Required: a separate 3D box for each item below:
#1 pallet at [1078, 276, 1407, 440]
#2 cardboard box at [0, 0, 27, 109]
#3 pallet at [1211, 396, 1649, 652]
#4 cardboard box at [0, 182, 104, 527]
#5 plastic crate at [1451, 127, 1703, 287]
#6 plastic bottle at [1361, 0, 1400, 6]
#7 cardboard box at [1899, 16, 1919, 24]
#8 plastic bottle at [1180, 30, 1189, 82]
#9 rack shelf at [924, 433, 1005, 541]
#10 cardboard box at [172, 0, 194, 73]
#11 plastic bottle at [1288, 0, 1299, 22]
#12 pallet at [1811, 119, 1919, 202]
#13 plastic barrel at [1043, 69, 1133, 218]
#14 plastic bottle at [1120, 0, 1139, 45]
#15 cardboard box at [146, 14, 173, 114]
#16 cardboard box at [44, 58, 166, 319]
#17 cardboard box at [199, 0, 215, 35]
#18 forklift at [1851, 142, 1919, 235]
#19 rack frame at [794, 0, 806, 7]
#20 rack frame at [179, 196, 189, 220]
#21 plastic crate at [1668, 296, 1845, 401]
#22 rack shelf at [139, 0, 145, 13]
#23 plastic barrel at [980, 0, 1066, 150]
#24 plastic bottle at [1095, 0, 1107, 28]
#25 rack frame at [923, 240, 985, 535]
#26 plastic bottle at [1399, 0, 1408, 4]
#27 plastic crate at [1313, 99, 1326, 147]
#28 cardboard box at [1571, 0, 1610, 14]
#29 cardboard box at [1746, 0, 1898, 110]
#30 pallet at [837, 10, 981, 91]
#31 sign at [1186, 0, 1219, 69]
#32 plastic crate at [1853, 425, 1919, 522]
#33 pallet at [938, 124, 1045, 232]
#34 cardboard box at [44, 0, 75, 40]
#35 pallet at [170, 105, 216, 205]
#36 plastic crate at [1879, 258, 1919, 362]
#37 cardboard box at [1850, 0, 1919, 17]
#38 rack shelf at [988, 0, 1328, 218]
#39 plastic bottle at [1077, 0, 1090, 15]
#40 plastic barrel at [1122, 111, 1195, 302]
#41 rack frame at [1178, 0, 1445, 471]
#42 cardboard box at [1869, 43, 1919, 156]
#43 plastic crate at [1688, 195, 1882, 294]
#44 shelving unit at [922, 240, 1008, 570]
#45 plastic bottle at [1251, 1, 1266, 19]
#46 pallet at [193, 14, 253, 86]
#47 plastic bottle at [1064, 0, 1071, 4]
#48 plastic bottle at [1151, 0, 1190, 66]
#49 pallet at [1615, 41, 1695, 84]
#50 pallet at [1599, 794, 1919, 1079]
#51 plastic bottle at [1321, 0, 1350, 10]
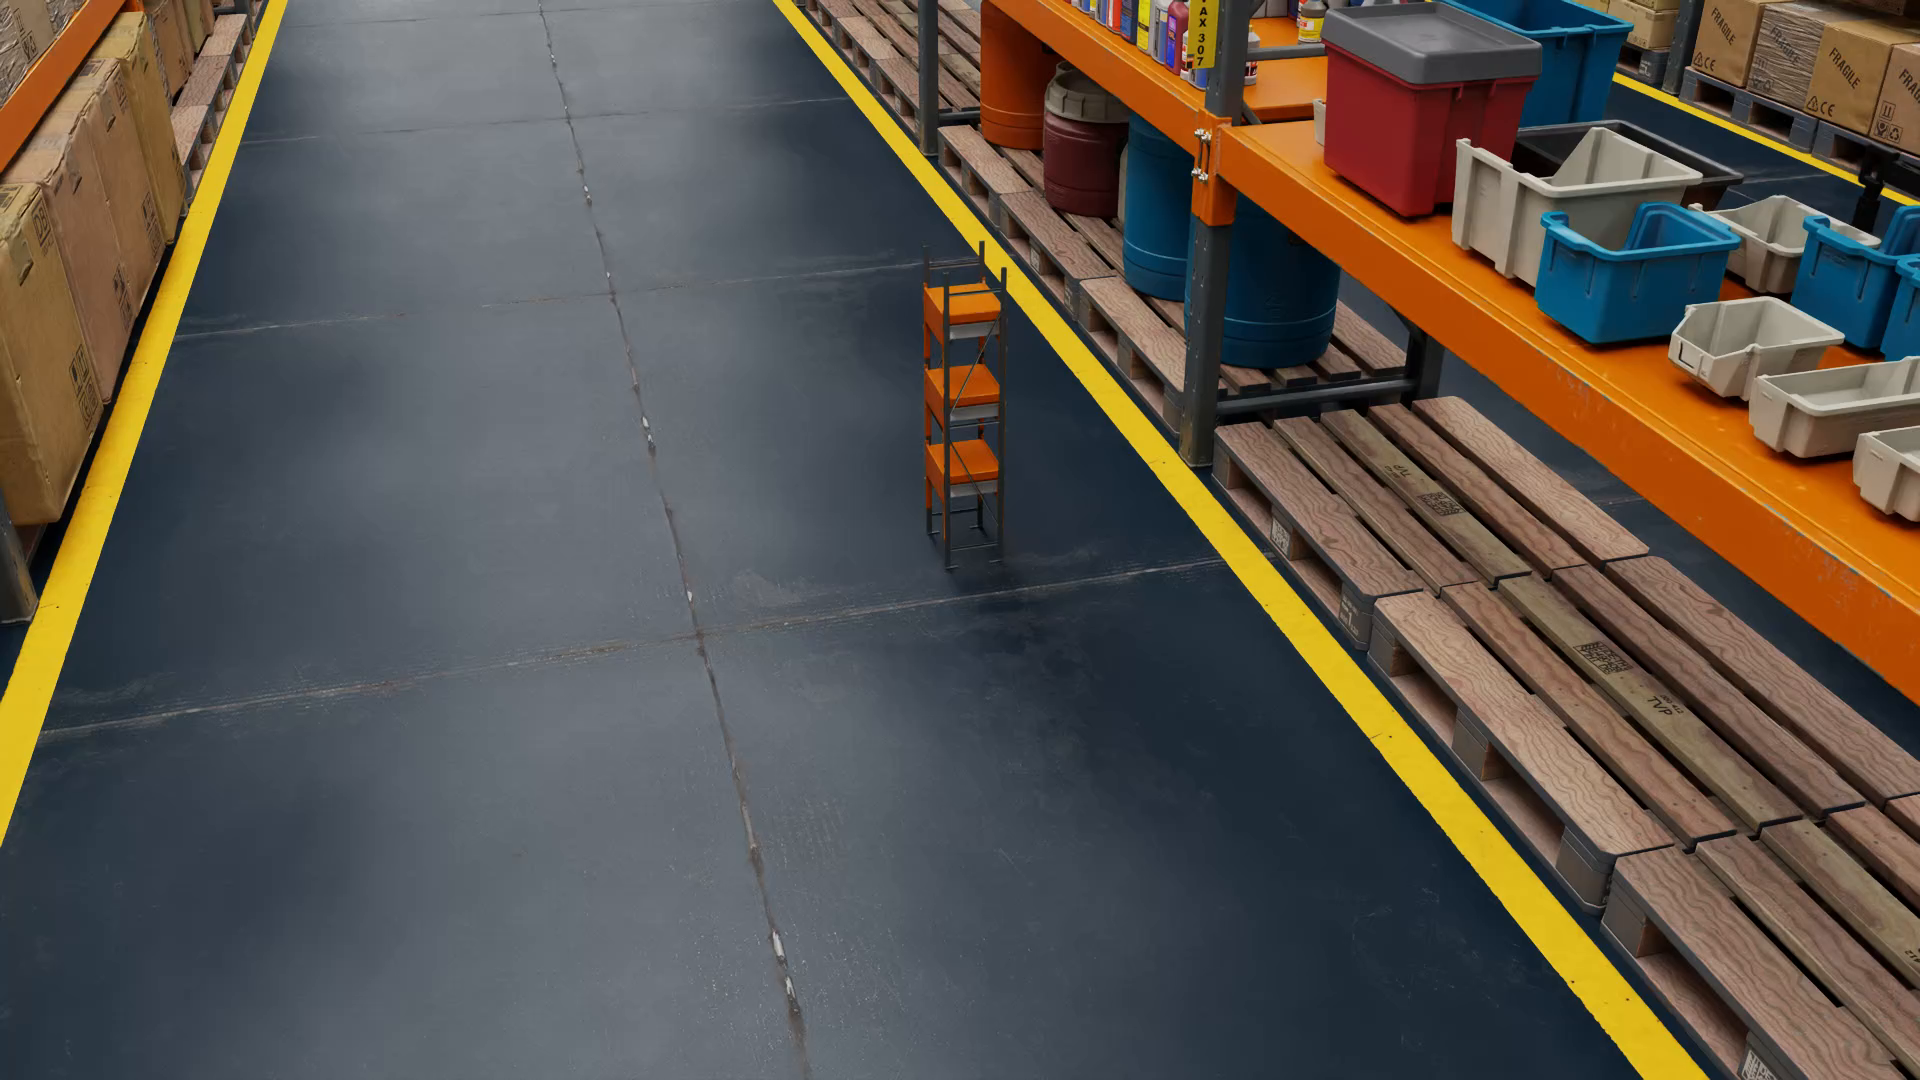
[{"bbox_3d":[1.160,-0.826,6.966,1.003,0.211,1.213,-8,31,-13],"label":"pallet"},{"bbox_3d":[-3.599,-1.779,5.729,0.500,0.500,0.500,-9,31,-14],"label":"cardboard box"},{"bbox_3d":[1.557,-0.097,5.707,1.003,0.211,1.213,-8,31,-13],"label":"pallet"},{"bbox_3d":[-3.640,-0.564,5.432,1.225,0.875,0.875,-8,31,-13],"label":"cardboard box"},{"bbox_3d":[1.552,-0.867,4.312,0.437,0.282,0.530,-8,31,-13],"label":"plastic crate"},{"bbox_3d":[1.533,-1.865,6.028,0.144,0.351,0.185,-8,31,-13],"label":"plastic bottle"},{"bbox_3d":[5.651,-2.681,9.444,0.500,0.500,0.500,-9,31,-15],"label":"cardboard box"},{"bbox_3d":[0.851,-1.768,6.008,0.097,0.201,0.097,0,30,0],"label":"plastic bottle"},{"bbox_3d":[0.014,-0.179,5.587,0.215,0.259,0.240,-8,31,-13],"label":"rack shelf"},{"bbox_3d":[-5.175,-3.166,10.281,0.700,0.500,0.500,-11,32,-18],"label":"cardboard box"},{"bbox_3d":[1.403,-2.266,6.788,0.061,0.283,0.133,-8,31,-13],"label":"plastic bottle"},{"bbox_3d":[5.521,-2.082,9.137,1.003,0.211,1.213,-8,31,-13],"label":"pallet"},{"bbox_3d":[0.709,-1.945,8.104,0.600,0.588,0.708,-8,31,-13],"label":"plastic barrel"},{"bbox_3d":[0.716,-2.123,6.472,0.144,0.351,0.185,-8,31,-13],"label":"plastic bottle"},{"bbox_3d":[-4.869,-2.623,9.344,0.700,0.500,0.500,-10,32,-17],"label":"cardboard box"},{"bbox_3d":[-4.120,-1.422,6.914,1.225,0.875,0.875,-8,31,-13],"label":"cardboard box"},{"bbox_3d":[-5.432,-3.669,11.150,0.700,0.500,0.500,-10,32,-17],"label":"cardboard box"},{"bbox_3d":[3.386,-1.219,4.929,1.130,2.935,3.031,-6,31,-10],"label":"forklift"},{"bbox_3d":[-0.799,-5.518,12.289,1.000,3.000,0.127,-8,31,-13],"label":"rack frame"},{"bbox_3d":[-4.513,-2.928,7.814,1.000,3.000,0.127,-8,31,-13],"label":"rack frame"},{"bbox_3d":[1.738,-0.418,3.680,0.298,0.136,0.250,-8,31,-13],"label":"plastic crate"},{"bbox_3d":[-5.044,-3.582,9.663,1.077,0.370,4.000,-8,31,-13],"label":"rack shelf"},{"bbox_3d":[0.409,-2.595,8.985,0.600,0.830,0.708,-8,31,-13],"label":"plastic barrel"},{"bbox_3d":[0.642,-2.233,6.737,0.152,0.276,0.135,-8,31,-13],"label":"plastic bottle"},{"bbox_3d":[-0.018,-0.487,5.544,0.200,1.050,0.008,-8,31,-13],"label":"rack frame"},{"bbox_3d":[1.603,-1.902,6.158,0.061,0.283,0.133,-8,31,-13],"label":"plastic bottle"},{"bbox_3d":[1.310,-1.322,5.243,0.396,0.136,0.243,-8,31,-13],"label":"plastic crate"},{"bbox_3d":[4.524,-3.705,11.482,0.500,0.250,0.500,-8,31,-14],"label":"cardboard box"},{"bbox_3d":[5.029,-2.842,9.721,0.500,0.500,0.500,-9,31,-15],"label":"cardboard box"},{"bbox_3d":[-0.226,-3.347,11.321,1.003,0.211,1.213,-8,31,-13],"label":"pallet"},{"bbox_3d":[0.793,-1.702,5.419,0.100,0.325,0.005,-8,31,-13],"label":"sign"},{"bbox_3d":[1.932,-0.146,3.211,0.396,0.136,0.243,-8,31,-13],"label":"plastic crate"},{"bbox_3d":[0.512,-2.004,9.002,1.003,0.211,1.213,-8,31,-13],"label":"pallet"},{"bbox_3d":[-3.875,-2.273,6.584,0.500,0.500,0.500,-9,31,-15],"label":"cardboard box"},{"bbox_3d":[-4.719,-2.098,9.165,1.003,0.211,1.213,-8,31,-13],"label":"pallet"},{"bbox_3d":[2.288,-0.475,3.683,0.416,0.233,0.300,-8,31,-13],"label":"plastic crate"},{"bbox_3d":[5.533,-3.229,9.642,0.500,0.250,0.500,-7,31,-11],"label":"cardboard box"},{"bbox_3d":[0.793,-2.309,7.463,1.077,0.370,4.000,-8,31,-13],"label":"rack shelf"},{"bbox_3d":[0.580,-2.345,6.931,0.152,0.276,0.135,-8,31,-13],"label":"plastic bottle"},{"bbox_3d":[1.008,-1.535,7.083,0.600,0.901,0.708,-8,31,-13],"label":"plastic barrel"},{"bbox_3d":[1.324,-1.654,5.614,1.000,3.000,0.127,-8,31,-13],"label":"rack frame"},{"bbox_3d":[5.301,-2.347,8.867,0.500,0.500,0.500,-9,31,-15],"label":"cardboard box"},{"bbox_3d":[2.076,-0.765,4.281,0.293,0.136,0.466,-8,31,-13],"label":"plastic crate"},{"bbox_3d":[0.014,-0.429,5.442,0.215,1.050,0.252,-8,31,-13],"label":"shelving unit"},{"bbox_3d":[1.176,-2.302,6.856,0.152,0.276,0.135,-8,31,-13],"label":"plastic bottle"},{"bbox_3d":[-5.366,-3.277,11.201,1.003,0.211,1.213,-8,31,-13],"label":"pallet"},{"bbox_3d":[0.475,-2.454,7.111,0.061,0.283,0.133,-8,31,-13],"label":"plastic bottle"},{"bbox_3d":[0.811,-1.924,6.204,0.152,0.276,0.135,-8,31,-13],"label":"plastic bottle"},{"bbox_3d":[4.858,-3.439,11.481,1.003,0.211,1.213,-8,31,-13],"label":"pallet"},{"bbox_3d":[2.205,1.081,3.671,1.003,0.211,1.213,-8,31,-13],"label":"pallet"},{"bbox_3d":[1.472,-2.051,6.424,0.152,0.276,0.135,-8,31,-13],"label":"plastic bottle"}]
